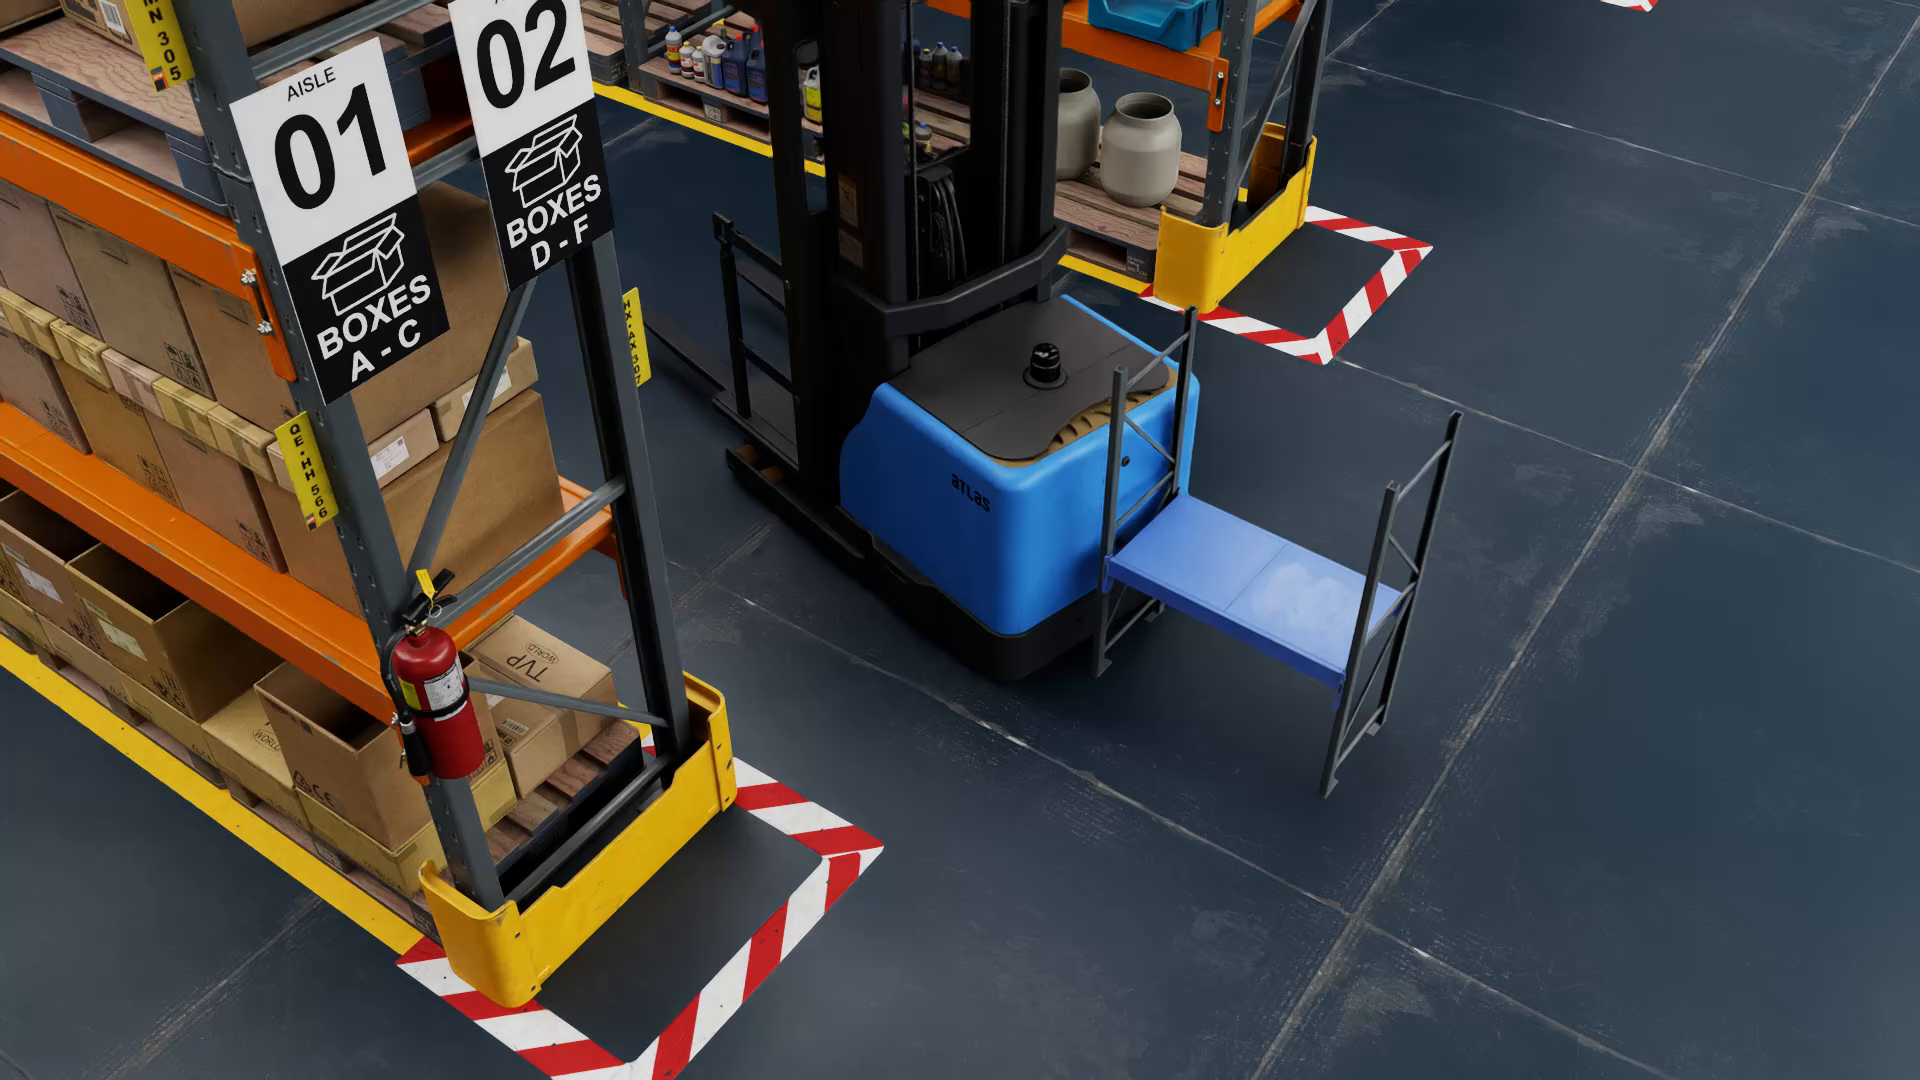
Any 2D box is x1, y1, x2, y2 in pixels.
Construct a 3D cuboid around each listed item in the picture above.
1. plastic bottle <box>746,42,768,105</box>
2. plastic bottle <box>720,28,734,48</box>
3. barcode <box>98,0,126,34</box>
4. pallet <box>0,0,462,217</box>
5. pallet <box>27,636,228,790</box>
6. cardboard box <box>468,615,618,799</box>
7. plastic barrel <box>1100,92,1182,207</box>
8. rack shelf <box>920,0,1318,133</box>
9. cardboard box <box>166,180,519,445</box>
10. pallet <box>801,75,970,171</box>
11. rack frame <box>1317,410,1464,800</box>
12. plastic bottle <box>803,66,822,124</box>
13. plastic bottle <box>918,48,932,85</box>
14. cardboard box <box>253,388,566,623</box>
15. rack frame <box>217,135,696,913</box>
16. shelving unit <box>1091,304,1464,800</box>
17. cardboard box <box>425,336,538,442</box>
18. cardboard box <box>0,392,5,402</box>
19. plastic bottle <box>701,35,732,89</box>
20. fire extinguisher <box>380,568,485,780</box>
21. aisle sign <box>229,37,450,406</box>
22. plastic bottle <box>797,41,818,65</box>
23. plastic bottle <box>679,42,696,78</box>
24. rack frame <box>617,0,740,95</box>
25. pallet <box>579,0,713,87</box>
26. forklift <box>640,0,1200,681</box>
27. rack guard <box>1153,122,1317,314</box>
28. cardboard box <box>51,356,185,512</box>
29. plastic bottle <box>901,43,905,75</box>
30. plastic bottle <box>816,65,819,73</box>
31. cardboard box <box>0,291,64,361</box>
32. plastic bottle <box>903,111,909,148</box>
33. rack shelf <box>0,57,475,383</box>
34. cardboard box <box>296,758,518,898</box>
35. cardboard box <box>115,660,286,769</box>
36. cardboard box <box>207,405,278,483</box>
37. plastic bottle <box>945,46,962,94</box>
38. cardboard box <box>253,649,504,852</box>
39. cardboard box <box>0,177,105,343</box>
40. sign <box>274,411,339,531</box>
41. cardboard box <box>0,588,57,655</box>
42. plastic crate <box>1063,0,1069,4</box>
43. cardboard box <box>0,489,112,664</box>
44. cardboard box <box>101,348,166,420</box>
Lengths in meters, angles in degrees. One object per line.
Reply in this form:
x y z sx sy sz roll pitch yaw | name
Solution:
-1.150 -2.744 9.724 0.185 0.351 0.144 23 47 24 | plastic bottle
-1.377 -2.915 9.965 0.133 0.283 0.061 25 48 25 | plastic bottle
-1.824 -1.127 3.575 0.075 0.075 0.001 25 48 25 | barcode
-1.864 -1.310 4.282 1.213 0.211 1.003 25 48 25 | pallet
-2.945 0.361 6.688 1.213 0.211 1.003 25 48 25 | pallet
-1.611 0.601 6.076 0.500 0.250 0.500 25 48 25 | cardboard box
0.965 -2.083 8.879 0.421 0.512 0.421 0 42 0 | plastic barrel
-0.090 -3.141 9.050 4.000 0.370 1.077 25 48 25 | rack shelf
-1.718 -0.667 4.698 0.500 0.500 0.700 25 48 25 | cardboard box
-0.198 -2.389 9.762 1.213 0.211 1.003 25 48 25 | pallet
1.493 0.268 5.825 0.032 1.500 0.500 27 48 27 | rack frame
-0.802 -2.581 9.542 0.185 0.351 0.144 25 47 25 | plastic bottle
-0.202 -2.836 9.939 0.097 0.201 0.097 0 42 0 | plastic bottle
-1.675 -0.164 5.108 0.500 0.500 0.700 25 48 25 | cardboard box
-1.300 0.059 4.934 0.127 3.000 1.000 25 48 25 | rack frame
1.090 0.062 6.056 1.048 1.500 0.538 27 48 27 | shelving unit
-1.497 -0.487 4.984 0.250 0.149 0.380 25 47 25 | cardboard box
-3.364 -0.950 5.988 0.500 0.500 0.700 26 48 26 | cardboard box
-1.438 -2.854 9.902 0.135 0.276 0.152 27 48 27 | plastic bottle
-1.470 0.387 4.626 0.183 0.674 0.296 25 48 25 | fire extinguisher
-1.415 -0.724 3.860 0.004 0.787 0.394 25 48 25 | aisle sign
-0.942 -3.071 10.145 0.135 0.276 0.152 25 48 25 | plastic bottle
-1.635 -2.896 10.005 0.097 0.201 0.097 0 42 0 | plastic bottle
-1.727 -4.175 9.666 0.127 3.000 1.000 25 48 25 | rack frame
-2.393 -3.415 10.909 1.213 0.211 1.003 25 48 25 | pallet
-0.400 -1.452 6.675 1.130 2.935 3.031 -29 50 -29 | forklift
1.458 -1.715 8.792 0.348 0.500 1.175 25 48 25 | rack guard
-2.510 -0.555 5.546 0.500 0.500 0.700 25 48 26 | cardboard box
-0.370 -2.915 10.027 0.097 0.201 0.097 0 42 0 | plastic bottle
-0.738 -2.644 9.668 0.135 0.276 0.152 25 48 25 | plastic bottle
-2.783 -0.757 5.285 0.250 0.149 0.380 26 48 26 | cardboard box
-0.314 -2.294 9.271 0.133 0.283 0.061 26 48 26 | plastic bottle
-2.937 -1.556 5.030 4.000 0.370 1.077 25 48 25 | rack shelf
-1.908 0.884 5.760 0.500 0.250 0.500 25 48 25 | cardboard box
-2.735 0.508 6.180 0.500 0.250 0.500 25 48 25 | cardboard box
-1.937 -0.361 4.843 0.250 0.149 0.380 26 48 26 | cardboard box
-0.039 -2.786 9.830 0.097 0.271 0.097 0 42 0 | plastic bottle
-1.910 0.605 5.509 0.500 0.500 0.500 25 48 25 | cardboard box
-2.565 -1.058 5.135 0.500 0.500 0.700 25 48 25 | cardboard box
-1.623 -0.169 4.144 0.005 0.325 0.100 25 48 25 | sign
-3.556 0.128 6.605 0.500 0.250 0.500 25 48 25 | cardboard box
0.438 -2.868 8.317 0.408 0.251 0.499 25 48 25 | plastic crate
-3.145 0.038 6.143 0.500 0.500 0.500 25 48 25 | cardboard box
-2.351 -0.557 5.061 0.250 0.149 0.380 26 48 26 | cardboard box
